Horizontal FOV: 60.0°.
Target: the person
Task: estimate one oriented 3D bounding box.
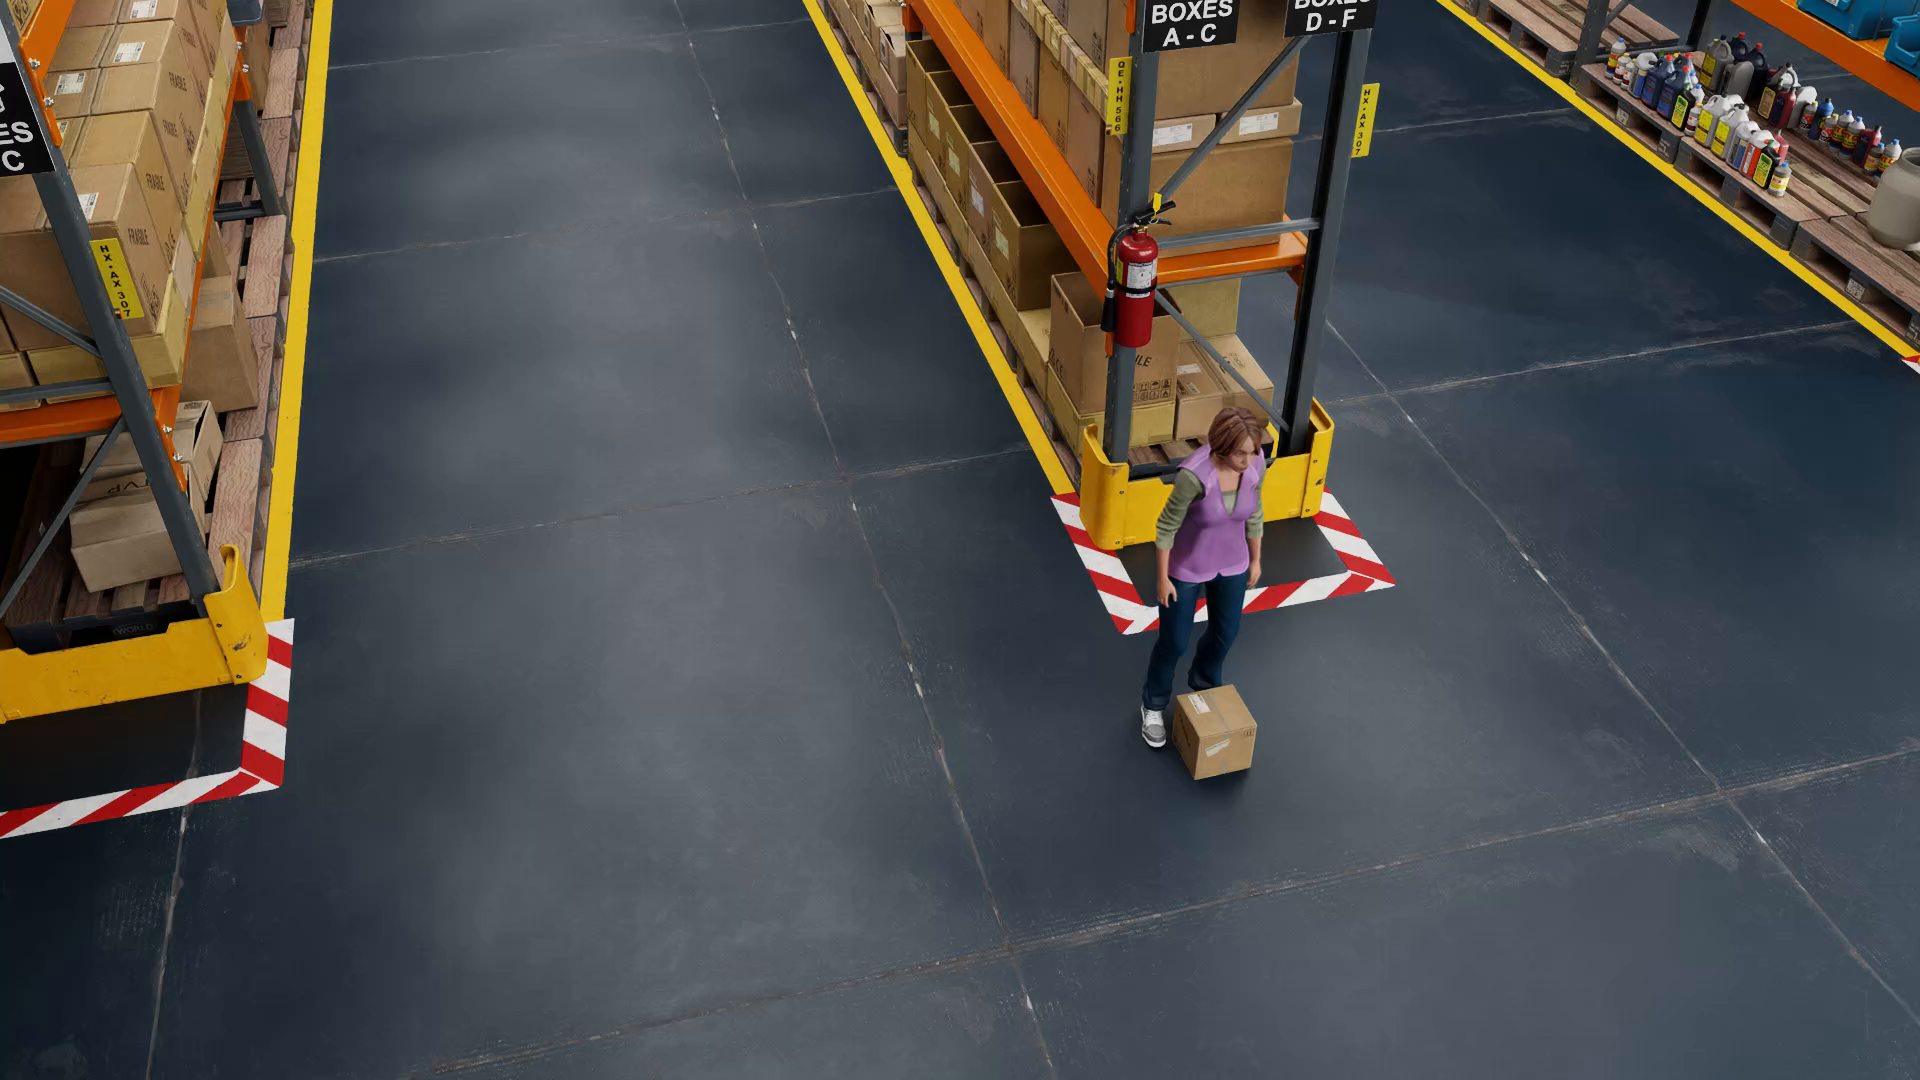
[{"bbox_3d":[0.971,0.121,6.572,0.483,1.592,0.347,-12,40,-14],"label":"person"}]
